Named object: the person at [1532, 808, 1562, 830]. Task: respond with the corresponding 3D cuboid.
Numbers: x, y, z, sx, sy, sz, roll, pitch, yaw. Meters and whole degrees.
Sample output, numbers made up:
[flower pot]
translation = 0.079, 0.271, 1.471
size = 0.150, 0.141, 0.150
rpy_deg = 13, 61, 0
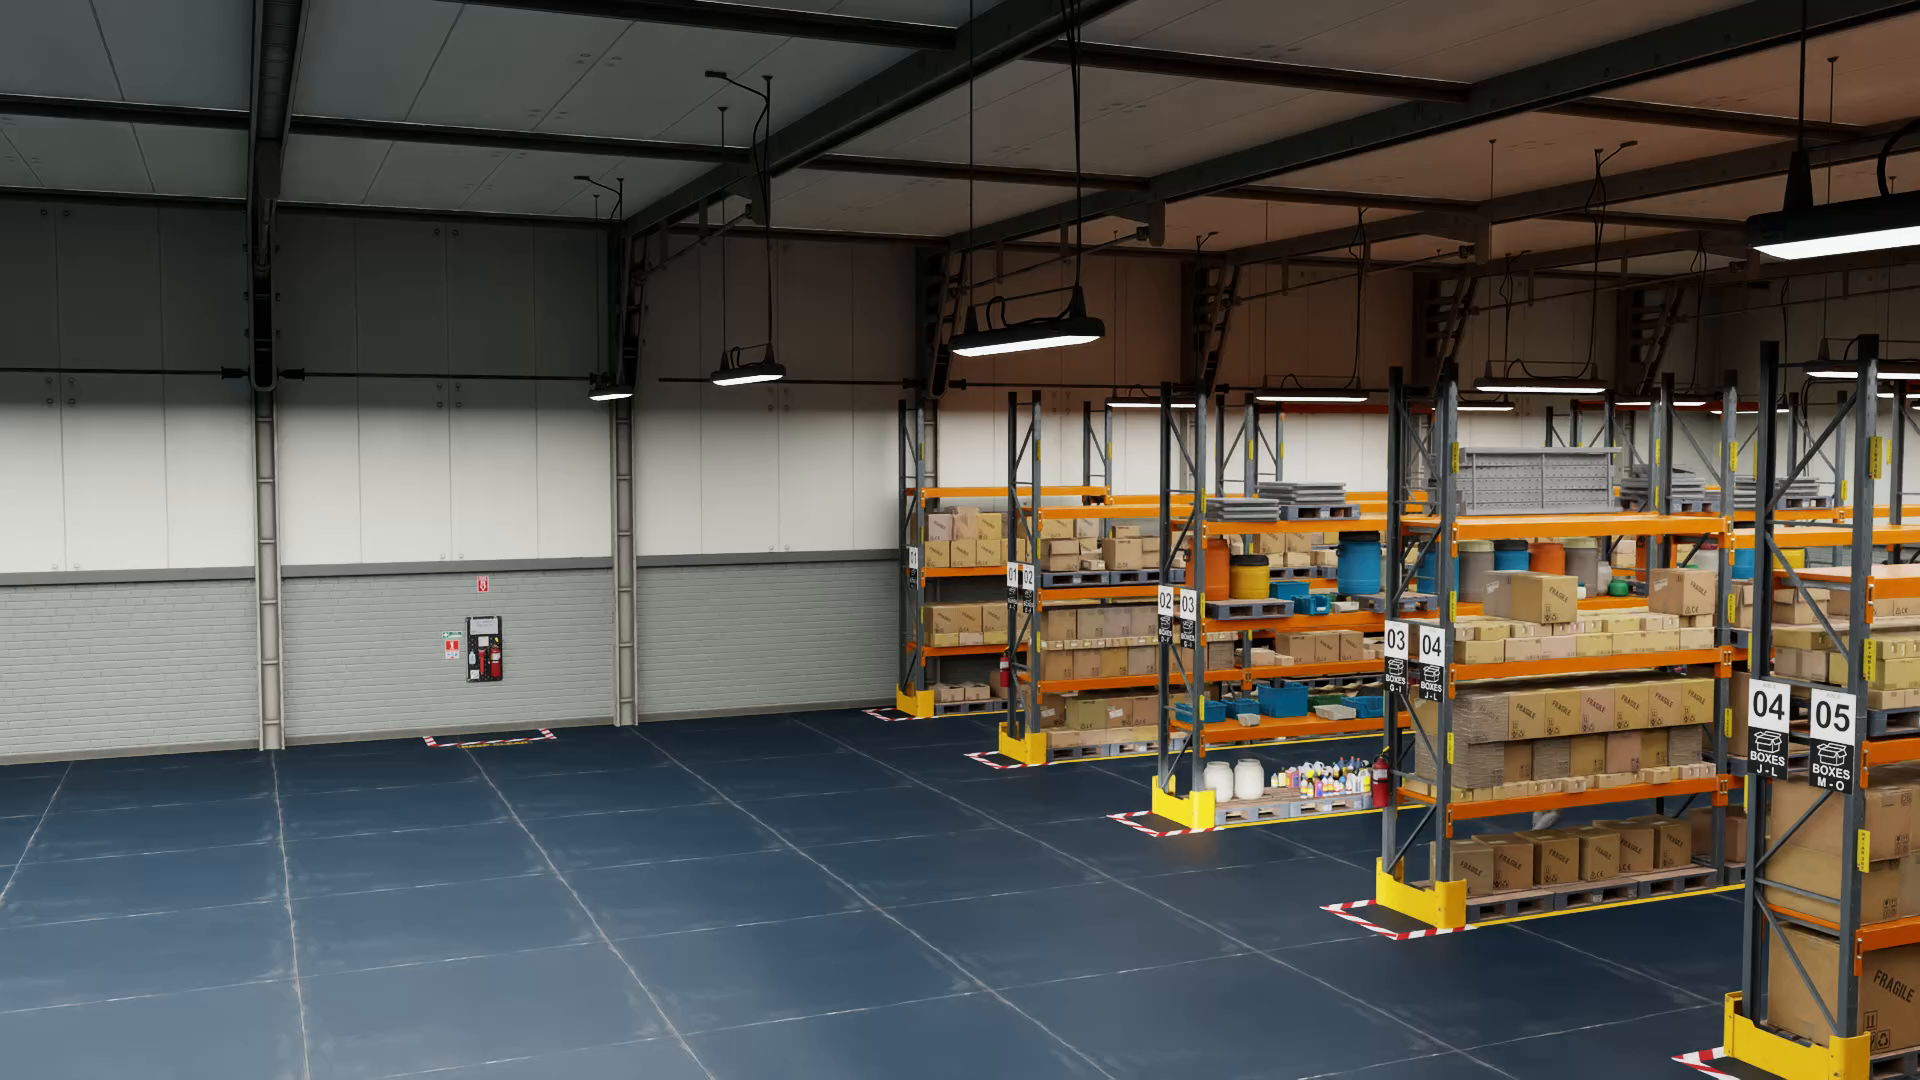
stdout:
[person]
translation = 7.367, 3.049, 21.078
size = 0.537, 1.772, 0.566
rpy_deg = -2, 4, -25
